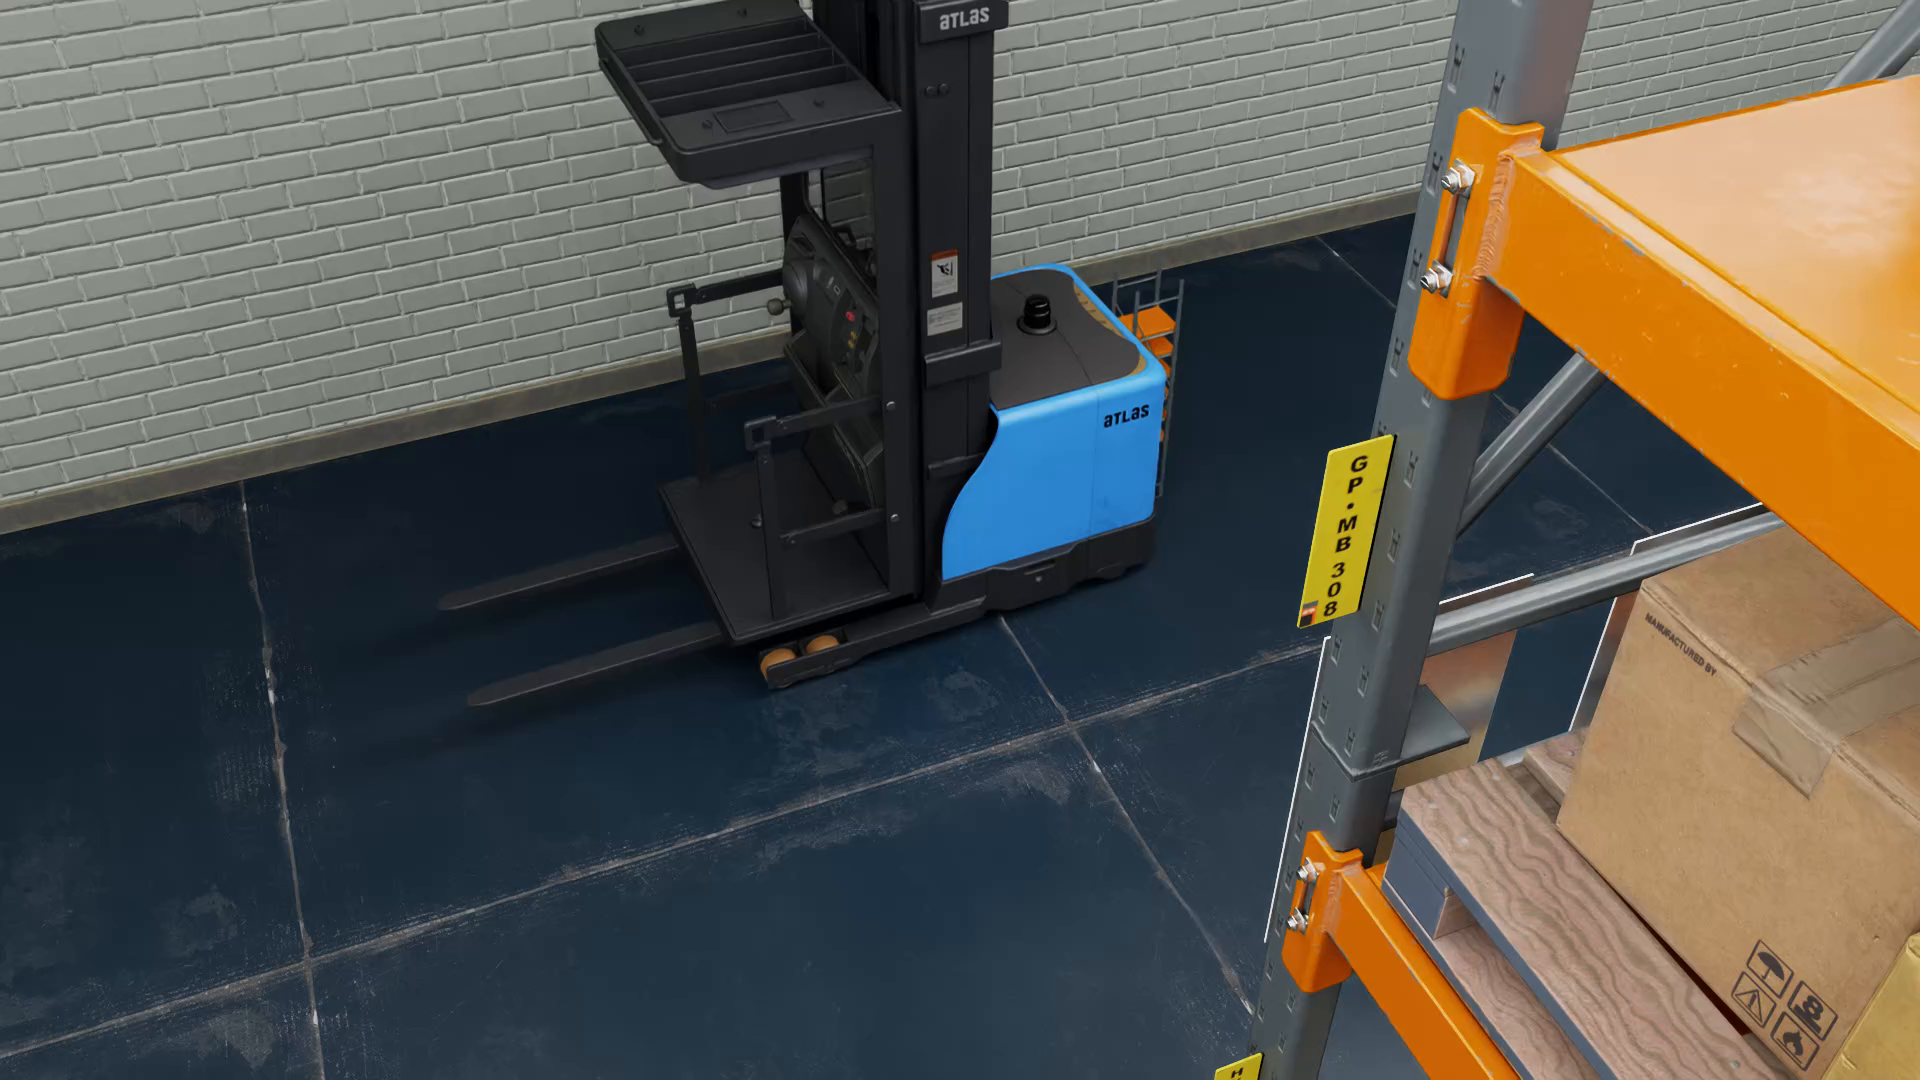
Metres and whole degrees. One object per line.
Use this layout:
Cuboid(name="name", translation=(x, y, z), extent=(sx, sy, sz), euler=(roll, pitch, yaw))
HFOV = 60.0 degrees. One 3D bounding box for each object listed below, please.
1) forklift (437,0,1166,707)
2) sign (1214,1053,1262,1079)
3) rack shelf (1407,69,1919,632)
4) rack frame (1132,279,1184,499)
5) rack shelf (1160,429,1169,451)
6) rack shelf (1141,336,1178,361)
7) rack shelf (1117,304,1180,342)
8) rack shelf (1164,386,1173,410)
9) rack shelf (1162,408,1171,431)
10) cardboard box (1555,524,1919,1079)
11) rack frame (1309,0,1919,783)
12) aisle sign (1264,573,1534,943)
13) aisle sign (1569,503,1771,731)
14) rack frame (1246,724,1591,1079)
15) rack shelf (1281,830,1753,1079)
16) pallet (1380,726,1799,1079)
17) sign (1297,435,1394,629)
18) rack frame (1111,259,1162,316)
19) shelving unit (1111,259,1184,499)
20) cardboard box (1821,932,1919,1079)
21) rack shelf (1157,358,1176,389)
Cuboid(name="forklift", translation=(-0.693, -0.887, 6.453), extent=(3.031, 2.935, 1.130), euler=(-16, 43, -18))
Cuboid(name="sign", translation=(0.541, 1.134, 3.325), extent=(0.100, 0.325, 0.005), euler=(-15, 43, -17))
Cuboid(name="rack shelf", translation=(1.821, 0.712, 0.798), extent=(1.077, 0.370, 4.000), euler=(-15, 43, -17))
Cuboid(name="rack frame", translation=(0.852, -0.631, 7.482), extent=(0.240, 1.200, 0.006), euler=(-17, 44, -19))
Cuboid(name="rack shelf", translation=(0.813, -0.469, 7.730), extent=(0.258, 0.103, 0.180), euler=(-17, 44, -19))
Cuboid(name="rack shelf", translation=(0.813, -0.833, 7.417), extent=(0.258, 0.103, 0.180), euler=(-17, 44, -19))
Cuboid(name="rack shelf", translation=(0.813, -0.924, 7.338), extent=(0.258, 0.103, 0.180), euler=(-17, 44, -19))
Cuboid(name="rack shelf", translation=(0.813, -0.651, 7.573), extent=(0.258, 0.103, 0.180), euler=(-17, 44, -19))
Cuboid(name="rack shelf", translation=(0.813, -0.560, 7.651), extent=(0.258, 0.103, 0.180), euler=(-17, 44, -19))
Cuboid(name="cardboard box", translation=(1.304, 0.285, 2.261), extent=(0.700, 0.500, 0.500), euler=(-18, 44, -19))
Cuboid(name="rack frame", translation=(1.056, -0.917, 1.834), extent=(1.000, 3.000, 0.127), euler=(-15, 43, -17))
Cuboid(name="aisle sign", translation=(0.751, 0.403, 2.905), extent=(0.394, 0.787, 0.004), euler=(-15, 43, -17))
Cuboid(name="aisle sign", translation=(1.305, 0.253, 3.080), extent=(0.394, 0.787, 0.004), euler=(-15, 43, -17))
Cuboid(name="rack frame", translation=(1.056, 1.357, 3.790), extent=(1.000, 3.000, 0.127), euler=(-15, 43, -17))
Cuboid(name="rack shelf", translation=(1.821, 1.698, 1.645), extent=(1.077, 0.370, 4.000), euler=(-15, 43, -17))
Cuboid(name="pallet", translation=(1.349, 0.698, 2.324), extent=(1.003, 0.211, 1.213), euler=(-15, 43, -17))
Cuboid(name="sign", translation=(0.541, -0.007, 2.344), extent=(0.100, 0.325, 0.005), euler=(-15, 43, -17))
Cuboid(name="rack frame", translation=(0.773, -0.738, 7.607), extent=(0.240, 1.200, 0.006), euler=(-17, 44, -19))
Cuboid(name="shelving unit", translation=(0.813, -0.684, 7.544), extent=(0.258, 1.200, 0.189), euler=(-17, 44, -19))
Cuboid(name="cardboard box", translation=(1.408, 0.654, 1.832), extent=(0.700, 0.500, 0.500), euler=(-17, 43, -18))
Cuboid(name="rack shelf", translation=(0.813, -0.742, 7.495), extent=(0.258, 0.103, 0.180), euler=(-17, 44, -19))
